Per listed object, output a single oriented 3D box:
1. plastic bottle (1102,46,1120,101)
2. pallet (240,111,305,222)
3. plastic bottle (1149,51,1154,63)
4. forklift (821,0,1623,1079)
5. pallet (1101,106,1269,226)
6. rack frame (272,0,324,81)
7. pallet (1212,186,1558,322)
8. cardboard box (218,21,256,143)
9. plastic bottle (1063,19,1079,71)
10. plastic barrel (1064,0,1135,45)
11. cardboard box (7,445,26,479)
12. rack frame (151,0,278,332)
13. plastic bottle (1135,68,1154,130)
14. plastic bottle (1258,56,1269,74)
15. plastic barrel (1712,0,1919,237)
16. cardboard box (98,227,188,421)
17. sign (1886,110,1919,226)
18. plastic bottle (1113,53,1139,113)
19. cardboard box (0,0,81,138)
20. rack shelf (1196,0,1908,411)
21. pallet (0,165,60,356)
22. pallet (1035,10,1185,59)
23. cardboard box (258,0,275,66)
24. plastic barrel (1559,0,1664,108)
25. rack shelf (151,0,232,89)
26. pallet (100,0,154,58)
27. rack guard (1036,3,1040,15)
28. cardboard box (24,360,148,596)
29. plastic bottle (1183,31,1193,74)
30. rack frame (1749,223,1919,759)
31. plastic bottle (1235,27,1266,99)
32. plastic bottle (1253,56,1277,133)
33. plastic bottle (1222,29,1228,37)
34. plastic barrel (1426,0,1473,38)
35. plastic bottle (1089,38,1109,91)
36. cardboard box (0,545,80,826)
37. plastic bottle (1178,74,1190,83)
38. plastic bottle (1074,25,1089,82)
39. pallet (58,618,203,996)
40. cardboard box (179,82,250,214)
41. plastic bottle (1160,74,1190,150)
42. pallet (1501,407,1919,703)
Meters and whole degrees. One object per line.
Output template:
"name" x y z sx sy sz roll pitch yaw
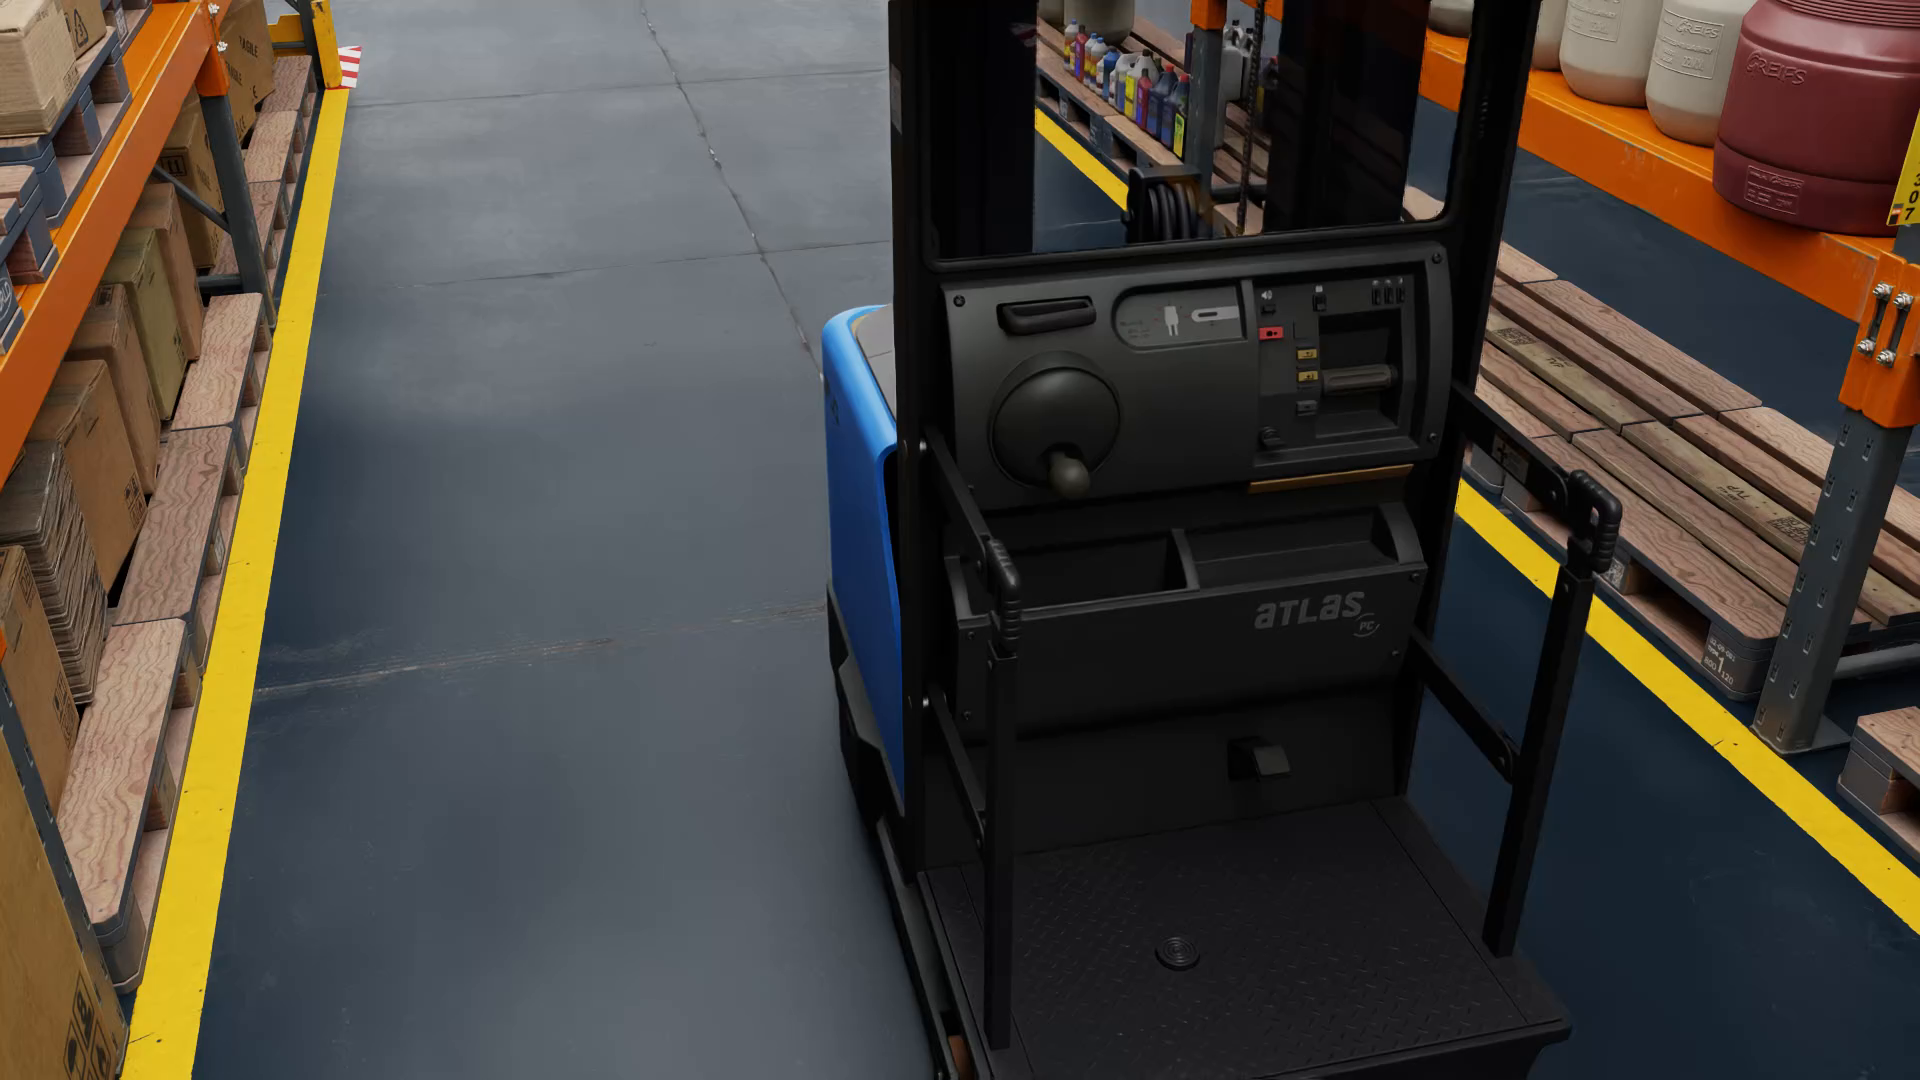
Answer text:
"plastic bottle" 0.806 -2.476 8.819 0.097 0.271 0.097 0 30 0
"pallet" -3.799 -1.808 8.164 1.003 0.211 1.213 -8 31 -13
"plastic bottle" 0.993 -2.393 8.663 0.061 0.283 0.133 -8 31 -13
"forklift" 0.484 -0.248 2.753 1.130 2.935 3.031 -7 31 -12
"pallet" 1.378 -1.887 8.299 1.003 0.211 1.213 -8 31 -13
"rack frame" -4.321 -4.037 9.231 1.000 3.000 0.127 -8 31 -13
"pallet" 1.762 -1.183 7.083 1.003 0.211 1.213 -8 31 -13
"cardboard box" -3.832 -2.244 8.209 0.500 0.500 0.500 -5 30 -9
"plastic bottle" 0.635 -2.788 9.357 0.097 0.271 0.097 0 30 0
"plastic barrel" 0.835 -3.251 9.937 0.421 0.512 0.421 0 30 0
"cardboard box" -2.555 -0.181 3.876 0.500 0.250 0.500 -4 30 -8
"rack frame" -3.260 -2.105 5.893 1.000 3.000 0.127 -8 31 -13
"plastic bottle" 0.932 -2.217 8.359 0.061 0.283 0.133 -6 31 -10
"plastic bottle" 1.576 -2.376 8.644 0.097 0.271 0.097 0 30 0
"plastic barrel" 2.162 -1.075 3.976 0.600 0.536 0.708 -8 31 -13
"cardboard box" -3.009 -0.682 5.489 0.700 0.500 0.500 -8 31 -14
"sign" 2.049 -0.826 3.520 0.100 0.325 0.005 -8 31 -13
"plastic bottle" 0.891 -2.376 8.640 0.152 0.276 0.135 -7 31 -12
"cardboard box" -2.421 -1.130 3.939 0.500 0.250 0.500 -9 31 -15
"rack shelf" 2.047 -1.487 5.542 1.077 0.370 4.000 -8 31 -13
"pallet" -2.490 -0.420 3.173 1.213 0.211 1.003 -8 31 -13
"pallet" 0.730 -3.065 10.335 1.003 0.211 1.213 -8 31 -13
"cardboard box" -4.172 -2.833 9.227 0.500 0.500 0.500 -2 30 -4
"plastic barrel" 1.987 -1.552 4.826 0.421 0.512 0.421 0 30 0
"rack shelf" -3.790 -2.760 7.742 1.077 0.370 4.000 -8 31 -13
"pallet" -3.197 -1.634 5.270 1.003 0.211 1.213 -8 31 -13
"rack guard" 0.519 -3.583 10.942 1.175 0.500 0.348 -8 31 -13
"cardboard box" -2.712 -0.142 4.557 0.700 0.500 0.500 -5 30 -9
"plastic bottle" 1.302 -2.742 9.265 0.061 0.283 0.133 -8 31 -13
"rack frame" 2.577 -0.832 3.693 1.000 3.000 0.127 -8 31 -13
"plastic bottle" 1.539 -2.549 8.865 0.144 0.351 0.185 -8 31 -14
"plastic bottle" 1.562 -2.234 8.320 0.144 0.351 0.185 -8 31 -13
"plastic bottle" 1.441 -2.686 9.176 0.152 0.276 0.135 -9 31 -15
"plastic barrel" 1.753 -1.977 5.536 0.433 0.535 0.433 0 30 0
"plastic bottle" 0.752 -2.574 8.988 0.097 0.271 0.097 0 30 0
"cardboard box" -2.395 0.397 3.626 0.700 0.500 0.500 -9 31 -16
"plastic bottle" 1.152 -2.173 8.289 0.152 0.276 0.135 -8 31 -13
"plastic bottle" 0.677 -2.682 9.161 0.061 0.283 0.133 -7 31 -12
"pallet" -2.404 0.656 3.906 1.003 0.211 1.213 -8 31 -13
"cardboard box" -3.487 -1.679 7.233 0.500 0.500 0.500 2 30 3
"plastic bottle" 1.067 -2.080 8.055 0.144 0.351 0.185 -9 31 -15
"pallet" 2.409 -0.004 5.047 1.003 0.211 1.213 -8 31 -13
